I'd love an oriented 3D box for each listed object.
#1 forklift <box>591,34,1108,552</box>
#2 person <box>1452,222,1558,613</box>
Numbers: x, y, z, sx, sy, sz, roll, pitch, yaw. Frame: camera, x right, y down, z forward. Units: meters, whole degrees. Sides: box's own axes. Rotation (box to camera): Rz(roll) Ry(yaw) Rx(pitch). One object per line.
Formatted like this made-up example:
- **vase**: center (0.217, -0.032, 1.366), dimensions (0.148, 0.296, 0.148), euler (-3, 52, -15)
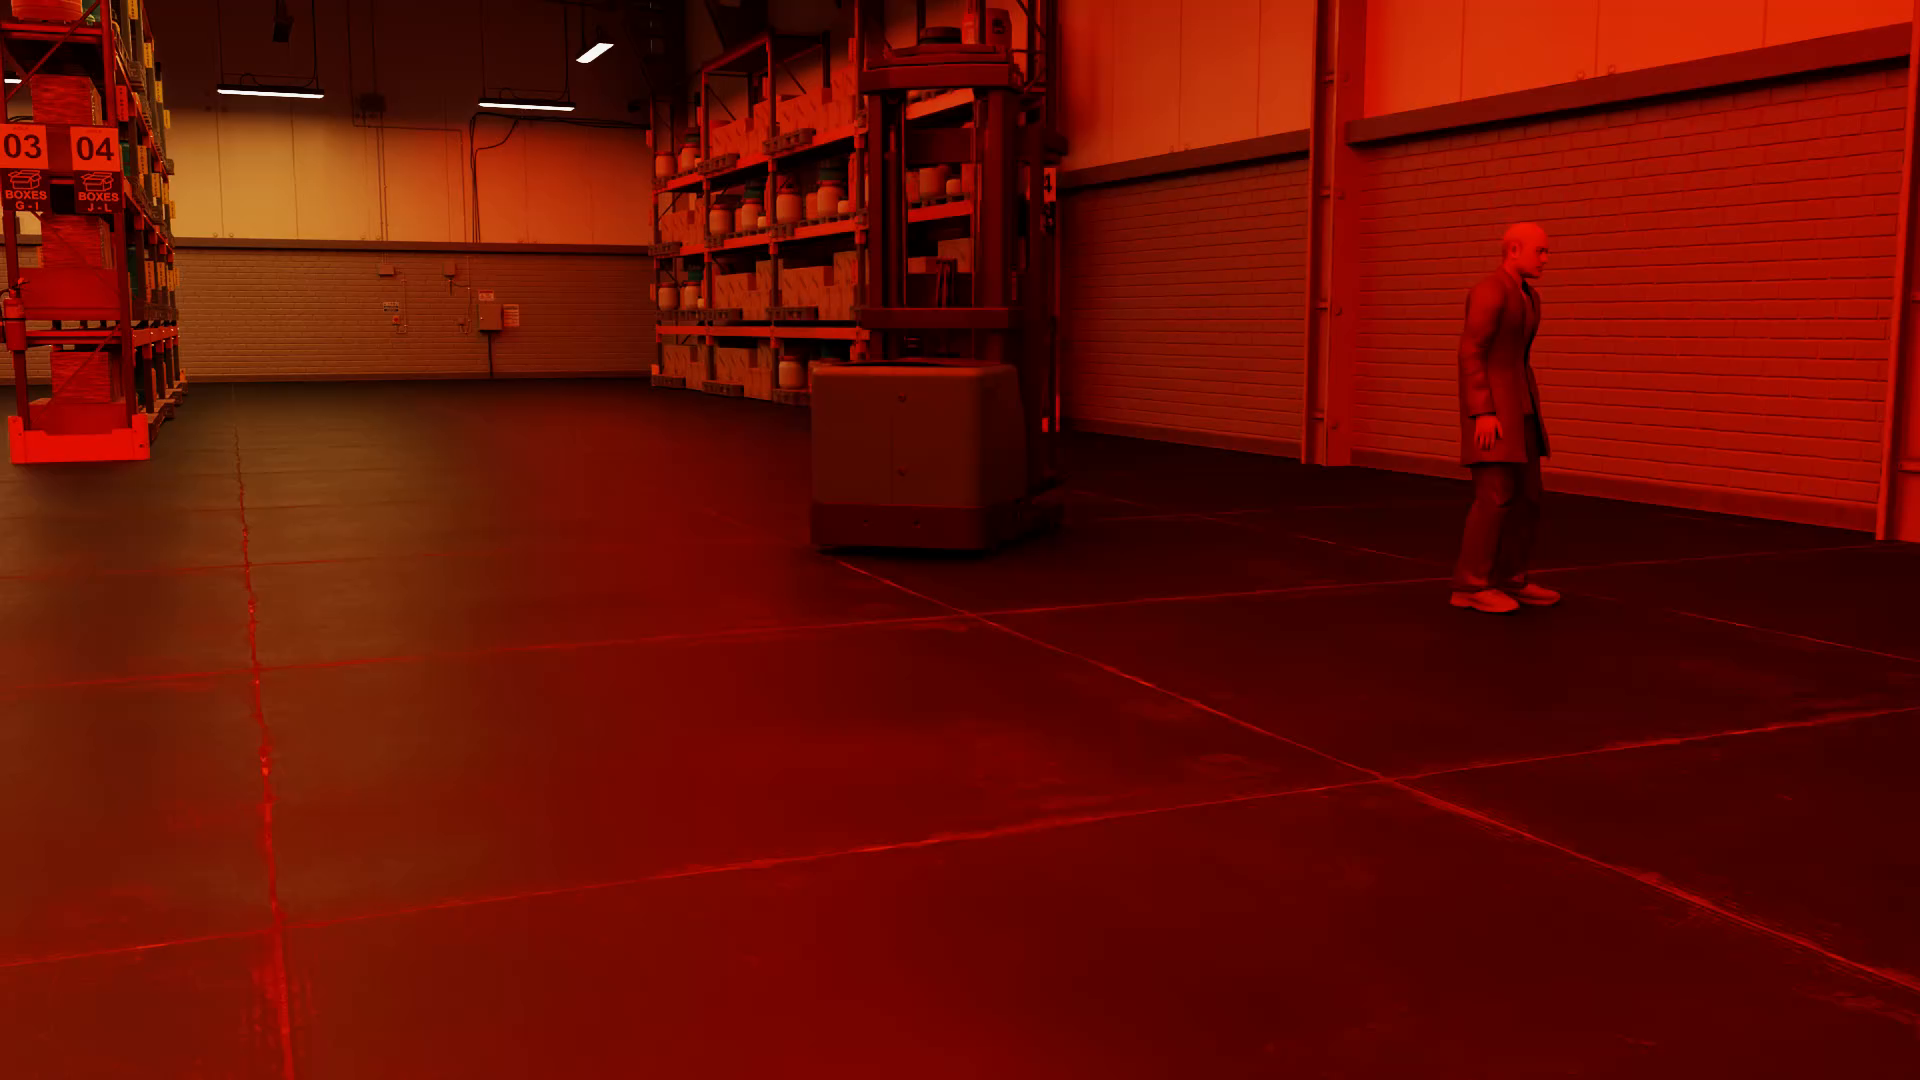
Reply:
- **forklift**: center (-0.660, -1.451, 9.947), dimensions (3.031, 2.935, 1.130), euler (0, 8, -1)
- **person**: center (2.548, -0.574, 7.725), dimensions (0.436, 1.772, 0.649), euler (6, 10, 40)
